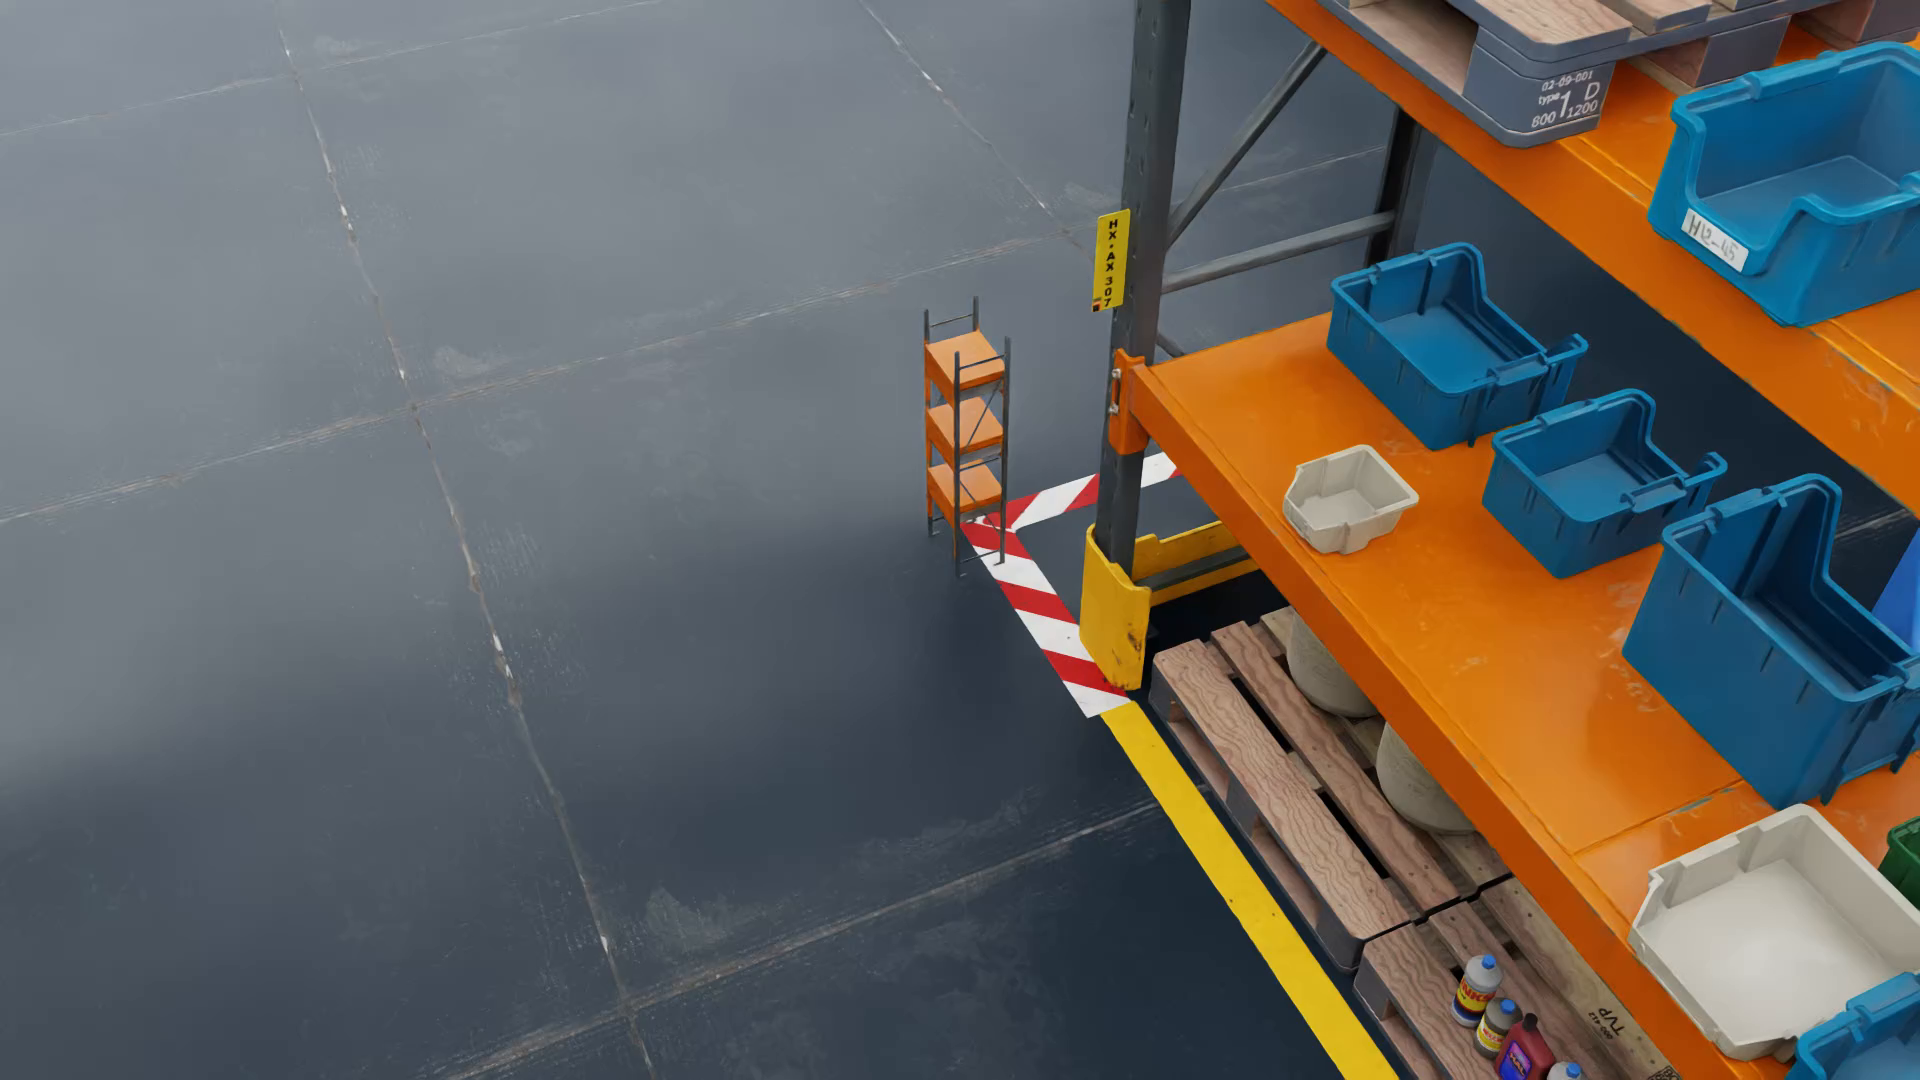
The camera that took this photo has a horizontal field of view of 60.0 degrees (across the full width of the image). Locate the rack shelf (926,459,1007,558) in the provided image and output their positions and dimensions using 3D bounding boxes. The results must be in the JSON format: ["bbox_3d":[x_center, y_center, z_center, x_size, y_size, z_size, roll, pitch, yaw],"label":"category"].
[{"bbox_3d":[0.022,-0.134,6.049,0.215,0.259,0.240,-18,47,-17],"label":"rack shelf"}]

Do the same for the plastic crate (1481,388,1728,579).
[{"bbox_3d":[1.679,-0.151,4.374,0.499,0.251,0.408,-18,47,-17],"label":"plastic crate"}]

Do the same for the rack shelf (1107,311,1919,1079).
[{"bbox_3d":[1.770,0.680,3.937,1.077,0.370,4.000,-18,47,-17],"label":"rack shelf"}]

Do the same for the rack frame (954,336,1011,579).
[{"bbox_3d":[0.073,-0.262,5.768,0.200,1.050,0.008,-18,47,-17],"label":"rack frame"}]

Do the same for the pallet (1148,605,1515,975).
[{"bbox_3d":[1.340,0.696,5.394,1.003,0.211,1.213,-18,47,-17],"label":"pallet"}]

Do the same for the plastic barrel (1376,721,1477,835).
[{"bbox_3d":[1.486,0.602,4.977,0.421,0.512,0.421,0,45,0],"label":"plastic barrel"}]

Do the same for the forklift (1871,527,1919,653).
[{"bbox_3d":[3.969,0.362,3.797,3.031,2.935,1.130,19,48,19],"label":"forklift"}]

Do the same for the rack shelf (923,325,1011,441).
[{"bbox_3d":[0.022,-0.534,5.655,0.215,0.259,0.240,-18,47,-17],"label":"rack shelf"}]

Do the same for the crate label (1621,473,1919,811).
[{"bbox_3d":[1.948,0.230,3.856,0.502,0.435,0.616,-18,47,-17],"label":"crate label"}]

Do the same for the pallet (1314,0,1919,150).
[{"bbox_3d":[1.188,-1.295,3.425,1.003,0.211,1.213,-18,47,-17],"label":"pallet"}]

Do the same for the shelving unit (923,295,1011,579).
[{"bbox_3d":[0.022,-0.340,5.847,0.215,1.050,0.252,-18,47,-17],"label":"shelving unit"}]

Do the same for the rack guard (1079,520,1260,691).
[{"bbox_3d":[1.003,0.074,5.819,1.175,0.500,0.348,-18,47,-17],"label":"rack guard"}]

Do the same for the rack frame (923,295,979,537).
[{"bbox_3d":[-0.029,-0.417,5.925,0.200,1.050,0.008,-18,47,-17],"label":"rack frame"}]

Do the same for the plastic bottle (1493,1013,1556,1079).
[{"bbox_3d":[1.487,1.357,4.360,0.061,0.283,0.133,-17,47,-17],"label":"plastic bottle"}]

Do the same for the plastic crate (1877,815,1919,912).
[{"bbox_3d":[2.296,0.826,3.428,0.450,0.188,0.662,-18,47,-17],"label":"plastic crate"}]

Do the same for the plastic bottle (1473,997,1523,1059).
[{"bbox_3d":[1.452,1.303,4.473,0.097,0.201,0.097,0,45,0],"label":"plastic bottle"}]

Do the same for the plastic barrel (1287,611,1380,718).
[{"bbox_3d":[1.275,0.283,5.300,0.421,0.512,0.421,0,45,0],"label":"plastic barrel"}]

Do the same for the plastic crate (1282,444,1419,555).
[{"bbox_3d":[1.013,-0.091,4.394,0.298,0.136,0.250,-18,47,-17],"label":"plastic crate"}]

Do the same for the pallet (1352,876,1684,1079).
[{"bbox_3d":[1.849,1.472,4.607,1.003,0.211,1.213,-18,47,-17],"label":"pallet"}]

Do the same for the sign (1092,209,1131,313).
[{"bbox_3d":[0.428,-0.789,4.717,0.100,0.325,0.005,-18,47,-17],"label":"sign"}]

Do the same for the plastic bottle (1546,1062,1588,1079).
[{"bbox_3d":[1.553,1.430,4.294,0.097,0.271,0.097,0,45,0],"label":"plastic bottle"}]

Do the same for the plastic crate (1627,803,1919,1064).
[{"bbox_3d":[1.698,0.833,3.458,0.530,0.136,0.437,-18,47,-17],"label":"plastic crate"}]

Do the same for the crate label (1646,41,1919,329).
[{"bbox_3d":[1.416,-0.575,2.667,0.502,0.251,0.408,-18,47,-17],"label":"crate label"}]

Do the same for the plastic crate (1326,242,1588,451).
[{"bbox_3d":[1.411,-0.567,4.795,0.499,0.251,0.616,-18,47,-17],"label":"plastic crate"}]

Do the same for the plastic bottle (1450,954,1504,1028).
[{"bbox_3d":[1.408,1.212,4.516,0.097,0.271,0.097,0,45,0],"label":"plastic bottle"}]

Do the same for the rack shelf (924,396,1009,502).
[{"bbox_3d":[0.022,-0.332,5.854,0.215,0.259,0.240,-18,47,-17],"label":"rack shelf"}]

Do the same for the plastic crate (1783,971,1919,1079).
[{"bbox_3d":[1.899,1.127,3.078,0.499,0.251,0.616,-18,47,-17],"label":"plastic crate"}]

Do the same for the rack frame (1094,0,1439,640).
[{"bbox_3d":[0.929,-0.850,4.976,1.000,3.000,0.127,-18,47,-17],"label":"rack frame"}]
